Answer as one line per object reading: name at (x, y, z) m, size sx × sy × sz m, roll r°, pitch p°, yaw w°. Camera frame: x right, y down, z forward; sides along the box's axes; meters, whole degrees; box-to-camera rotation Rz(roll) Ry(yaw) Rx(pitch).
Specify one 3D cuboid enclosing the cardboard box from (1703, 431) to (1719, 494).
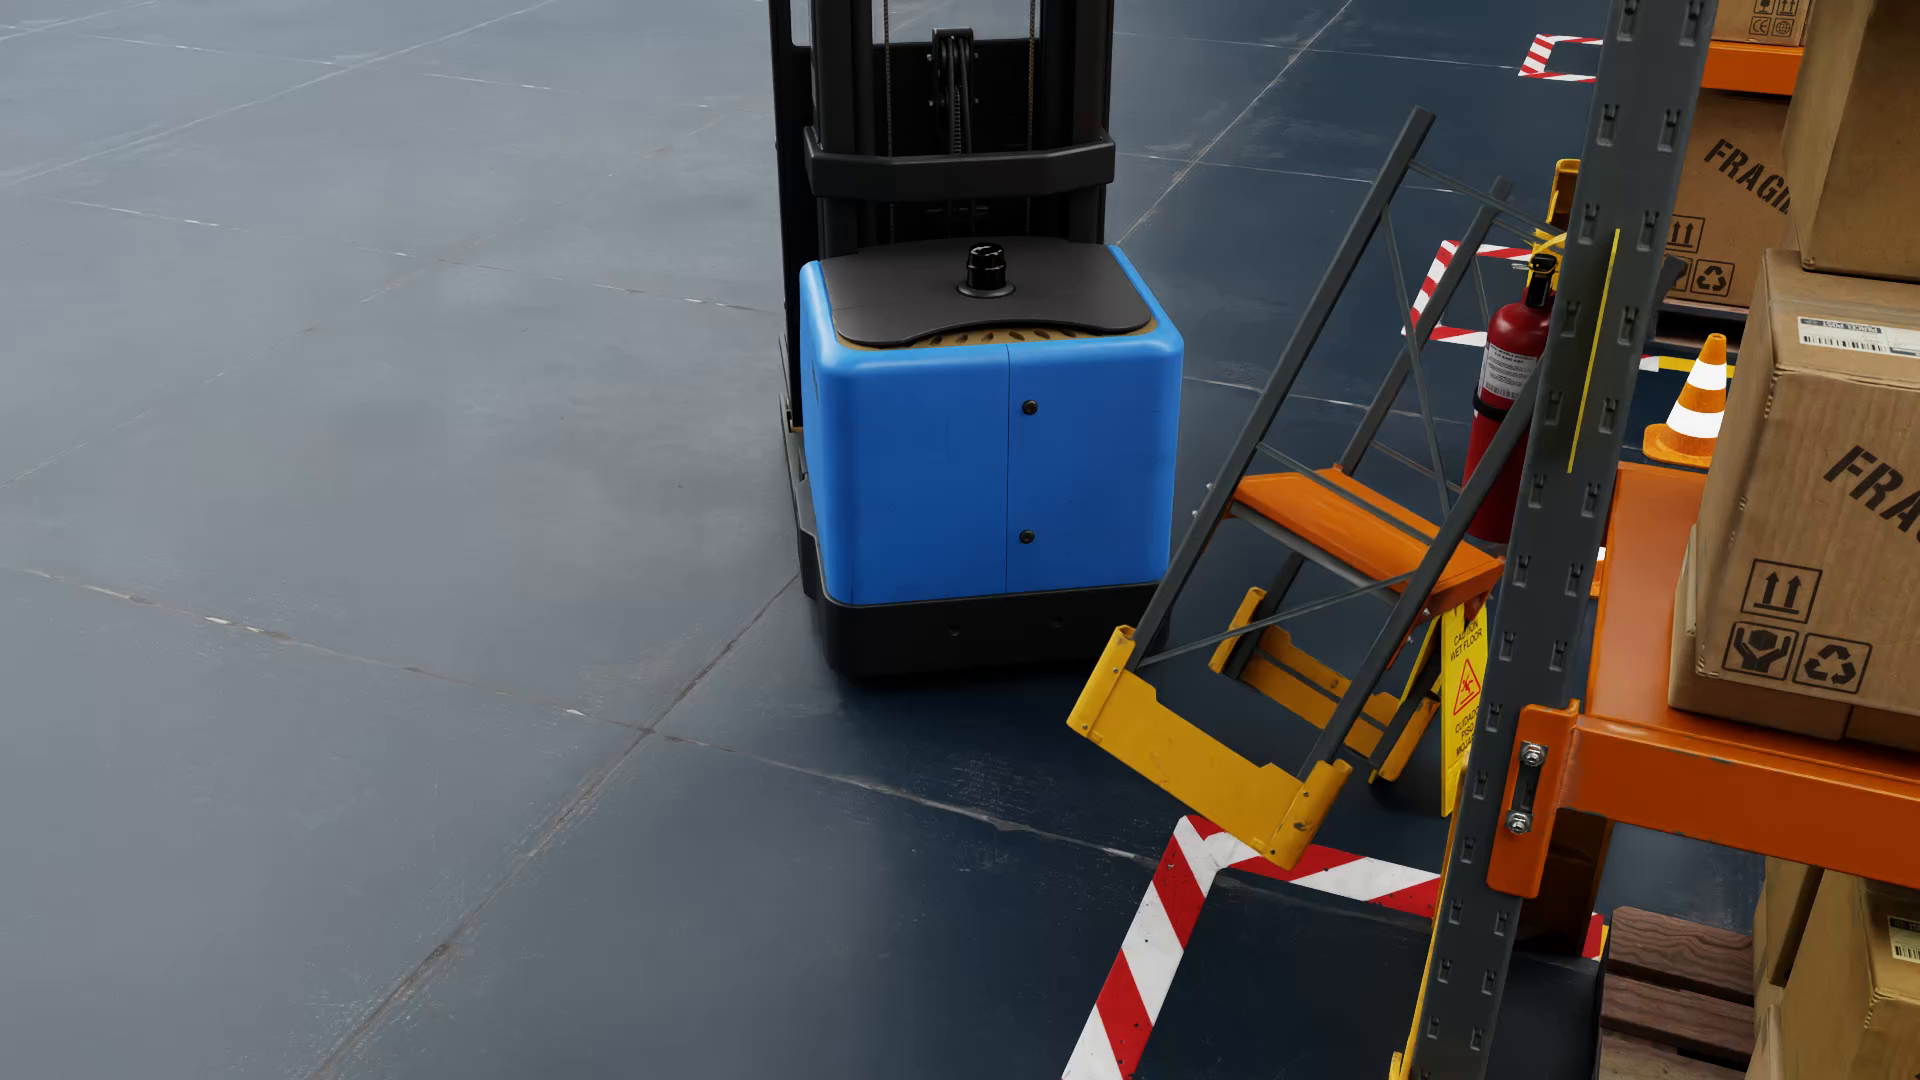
cardboard box at (1.497, -0.045, 3.037) m, size 0.250 × 0.149 × 0.380 m, roll 12°, pitch 32°, yaw 21°

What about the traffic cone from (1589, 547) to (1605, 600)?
traffic cone at (2.055, -0.099, 5.455) m, size 0.334 × 0.463 × 0.336 m, roll 11°, pitch 31°, yaw 19°

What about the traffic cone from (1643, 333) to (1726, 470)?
traffic cone at (2.795, -0.552, 6.256) m, size 0.334 × 0.463 × 0.336 m, roll 11°, pitch 31°, yaw 19°

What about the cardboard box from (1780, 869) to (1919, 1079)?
cardboard box at (1.735, 0.841, 2.819) m, size 0.500 × 0.500 × 0.500 m, roll 10°, pitch 31°, yaw 17°

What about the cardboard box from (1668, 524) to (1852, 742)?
cardboard box at (1.307, 0.141, 2.708) m, size 0.250 × 0.149 × 0.380 m, roll 11°, pitch 31°, yaw 19°

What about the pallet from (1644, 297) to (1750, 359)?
pallet at (3.607, -1.076, 7.438) m, size 1.213 × 0.211 × 1.003 m, roll 11°, pitch 31°, yaw 19°

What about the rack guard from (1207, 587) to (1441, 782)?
rack guard at (0.983, 0.386, 4.505) m, size 0.587 × 0.250 × 0.087 m, roll 33°, pitch 17°, yaw 21°

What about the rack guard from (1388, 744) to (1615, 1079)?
rack guard at (1.140, 0.976, 3.515) m, size 0.348 × 0.500 × 1.175 m, roll 11°, pitch 31°, yaw 19°

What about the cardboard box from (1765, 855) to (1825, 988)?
cardboard box at (1.910, 0.591, 3.262) m, size 0.500 × 0.500 × 0.500 m, roll 11°, pitch 31°, yaw 19°

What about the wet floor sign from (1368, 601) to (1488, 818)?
wet floor sign at (1.296, 0.376, 4.429) m, size 0.232 × 0.644 × 0.267 m, roll 24°, pitch 37°, yaw 36°

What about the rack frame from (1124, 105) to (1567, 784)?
rack frame at (0.790, -0.093, 3.431) m, size 0.500 × 1.500 × 0.032 m, roll 33°, pitch 17°, yaw 21°

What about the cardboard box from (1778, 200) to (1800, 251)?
cardboard box at (1.676, -0.324, 2.871) m, size 0.500 × 0.500 × 0.500 m, roll 11°, pitch 31°, yaw 18°

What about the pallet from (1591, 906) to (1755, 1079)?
pallet at (1.880, 1.268, 3.292) m, size 1.213 × 0.211 × 1.003 m, roll 11°, pitch 31°, yaw 19°

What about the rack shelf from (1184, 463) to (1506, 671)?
rack shelf at (0.943, 0.032, 3.932) m, size 0.538 × 0.185 × 1.000 m, roll 33°, pitch 17°, yaw 21°

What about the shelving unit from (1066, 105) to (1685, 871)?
shelving unit at (1.023, -0.124, 3.891) m, size 0.587 × 1.500 × 1.083 m, roll 33°, pitch 17°, yaw 21°

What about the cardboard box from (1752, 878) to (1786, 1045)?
cardboard box at (1.942, 0.919, 3.443) m, size 0.500 × 0.250 × 0.500 m, roll 11°, pitch 31°, yaw 19°

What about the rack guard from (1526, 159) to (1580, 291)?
rack guard at (2.815, -1.318, 7.574) m, size 0.348 × 0.500 × 1.175 m, roll 11°, pitch 31°, yaw 19°

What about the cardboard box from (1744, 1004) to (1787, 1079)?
cardboard box at (1.713, 1.163, 3.011) m, size 0.500 × 0.250 × 0.500 m, roll 11°, pitch 31°, yaw 19°

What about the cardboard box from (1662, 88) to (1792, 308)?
cardboard box at (3.490, -1.564, 7.202) m, size 0.875 × 0.875 × 0.875 m, roll 11°, pitch 31°, yaw 19°

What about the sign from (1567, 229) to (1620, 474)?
sign at (0.866, -0.256, 2.274) m, size 0.005 × 0.325 × 0.100 m, roll 11°, pitch 31°, yaw 19°

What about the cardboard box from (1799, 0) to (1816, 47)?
cardboard box at (3.716, -2.327, 6.667) m, size 0.550 × 0.550 × 0.875 m, roll 11°, pitch 31°, yaw 19°

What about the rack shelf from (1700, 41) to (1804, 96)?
rack shelf at (4.690, -1.719, 6.473) m, size 4.000 × 0.370 × 1.077 m, roll 11°, pitch 31°, yaw 19°

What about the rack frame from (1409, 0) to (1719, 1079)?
rack frame at (1.070, -0.126, 2.925) m, size 0.127 × 3.000 × 1.000 m, roll 11°, pitch 31°, yaw 19°

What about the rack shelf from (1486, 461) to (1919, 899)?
rack shelf at (2.923, 0.557, 2.447) m, size 4.000 × 0.370 × 1.077 m, roll 11°, pitch 31°, yaw 19°

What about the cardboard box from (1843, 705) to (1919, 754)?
cardboard box at (1.546, 0.181, 2.637) m, size 0.250 × 0.149 × 0.380 m, roll 12°, pitch 32°, yaw 20°

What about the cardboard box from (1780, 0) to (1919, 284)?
cardboard box at (1.625, -0.739, 2.590) m, size 0.500 × 0.500 × 0.700 m, roll 11°, pitch 31°, yaw 18°

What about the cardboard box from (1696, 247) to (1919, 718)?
cardboard box at (1.404, -0.085, 2.448) m, size 0.500 × 0.500 × 0.500 m, roll 11°, pitch 31°, yaw 18°

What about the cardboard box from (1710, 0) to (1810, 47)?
cardboard box at (3.198, -2.419, 6.829) m, size 0.550 × 0.550 × 0.875 m, roll 11°, pitch 31°, yaw 19°

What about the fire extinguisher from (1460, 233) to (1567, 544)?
fire extinguisher at (1.137, -0.324, 3.353) m, size 0.183 × 0.674 × 0.296 m, roll 11°, pitch 31°, yaw 19°

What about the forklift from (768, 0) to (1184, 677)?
forklift at (-0.094, -1.579, 5.564) m, size 1.130 × 2.935 × 3.031 m, roll -4°, pitch 30°, yaw -8°

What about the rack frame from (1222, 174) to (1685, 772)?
rack frame at (1.248, -0.154, 4.336) m, size 0.500 × 1.500 × 0.032 m, roll 33°, pitch 17°, yaw 21°

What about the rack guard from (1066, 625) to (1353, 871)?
rack guard at (0.534, 0.445, 3.618) m, size 0.587 × 0.250 × 0.087 m, roll 33°, pitch 17°, yaw 21°
